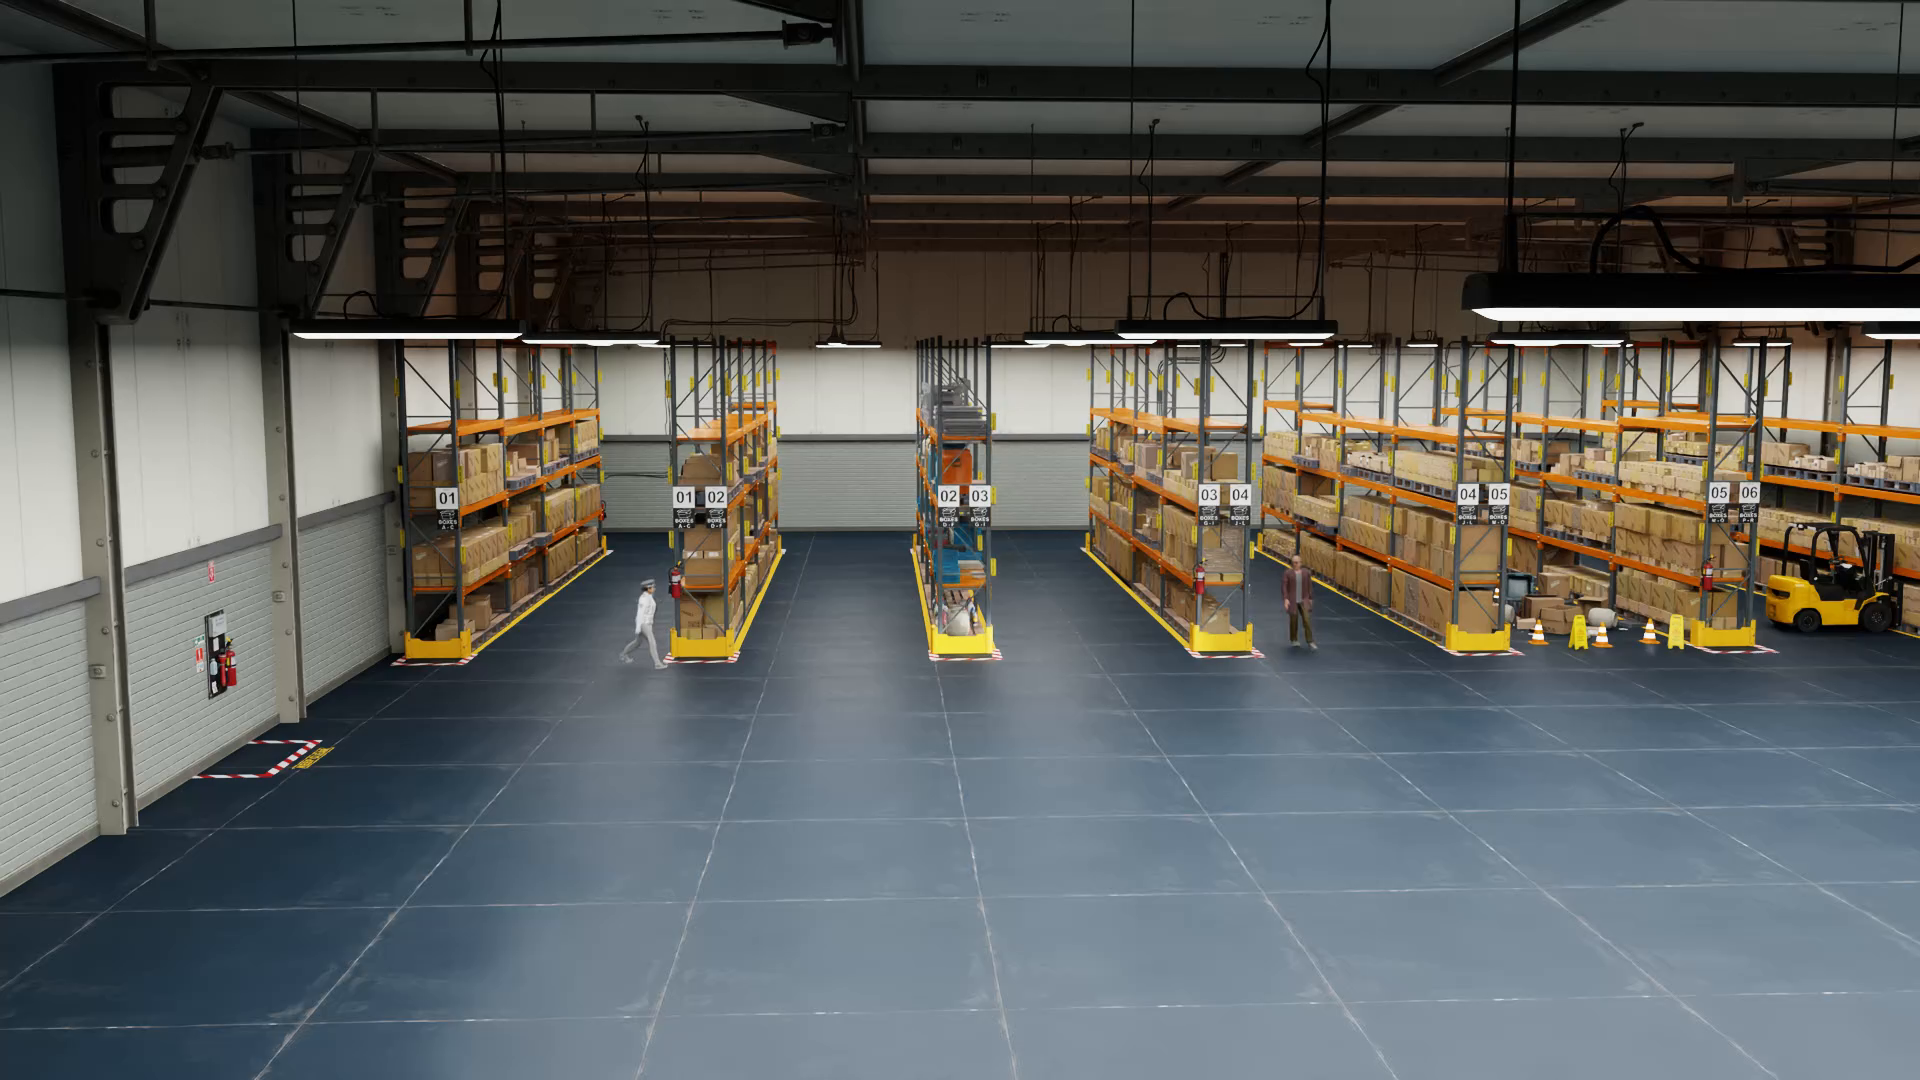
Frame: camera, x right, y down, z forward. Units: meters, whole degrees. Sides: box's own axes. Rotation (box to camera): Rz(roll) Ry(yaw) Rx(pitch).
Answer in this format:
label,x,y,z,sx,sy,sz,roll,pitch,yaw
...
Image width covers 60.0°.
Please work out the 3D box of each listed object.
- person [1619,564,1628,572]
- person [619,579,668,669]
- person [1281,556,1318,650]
label,x,y,z,sx,sy,sz,roll,pitch,yaw
person,16.205,0.341,40.195,0.602,1.663,0.722,-2,7,-16
person,-5.727,1.511,30.064,1.058,1.605,0.501,2,7,16
person,6.530,1.204,32.031,0.659,1.777,0.813,1,7,4
